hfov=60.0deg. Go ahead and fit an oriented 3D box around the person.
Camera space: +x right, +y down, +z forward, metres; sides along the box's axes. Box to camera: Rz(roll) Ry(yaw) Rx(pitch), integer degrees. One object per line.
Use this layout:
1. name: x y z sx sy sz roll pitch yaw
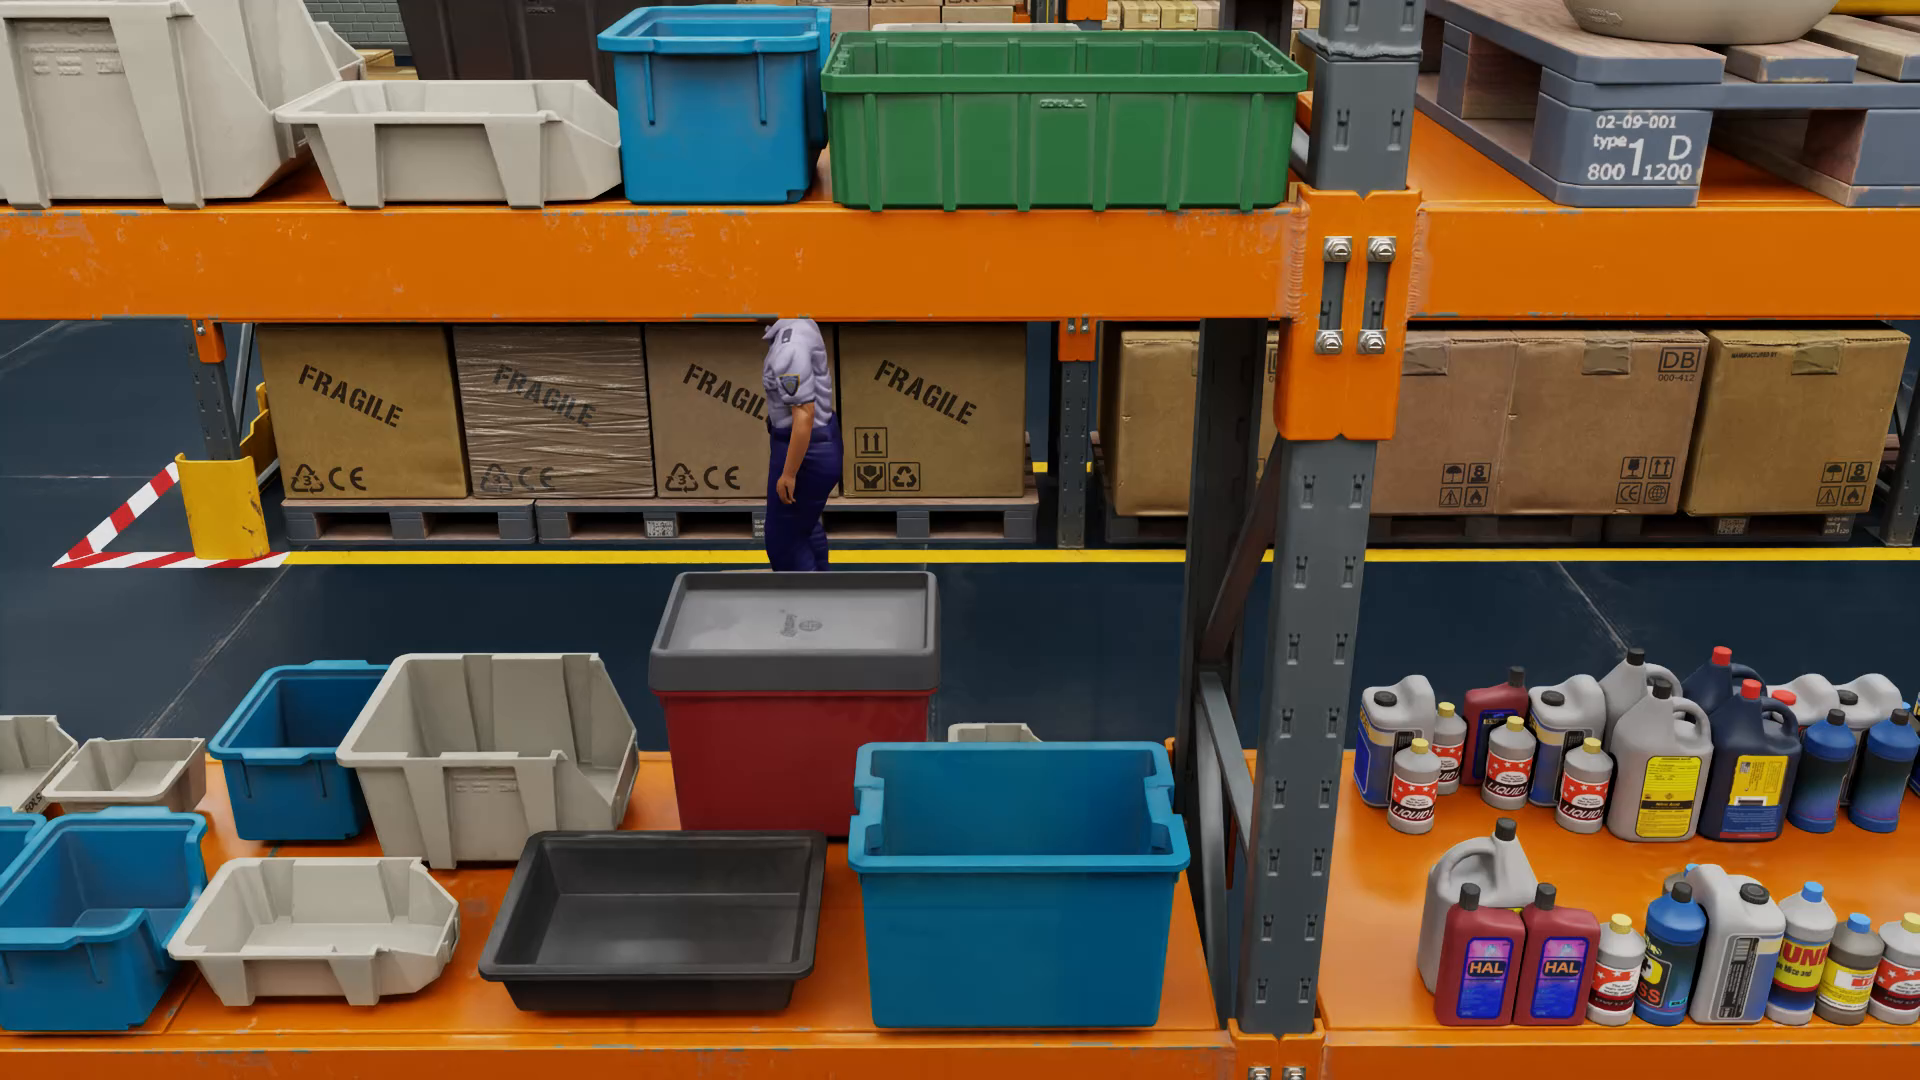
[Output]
1. person: -0.691 -0.347 6.883 0.415 1.652 0.552 -1 24 -2
